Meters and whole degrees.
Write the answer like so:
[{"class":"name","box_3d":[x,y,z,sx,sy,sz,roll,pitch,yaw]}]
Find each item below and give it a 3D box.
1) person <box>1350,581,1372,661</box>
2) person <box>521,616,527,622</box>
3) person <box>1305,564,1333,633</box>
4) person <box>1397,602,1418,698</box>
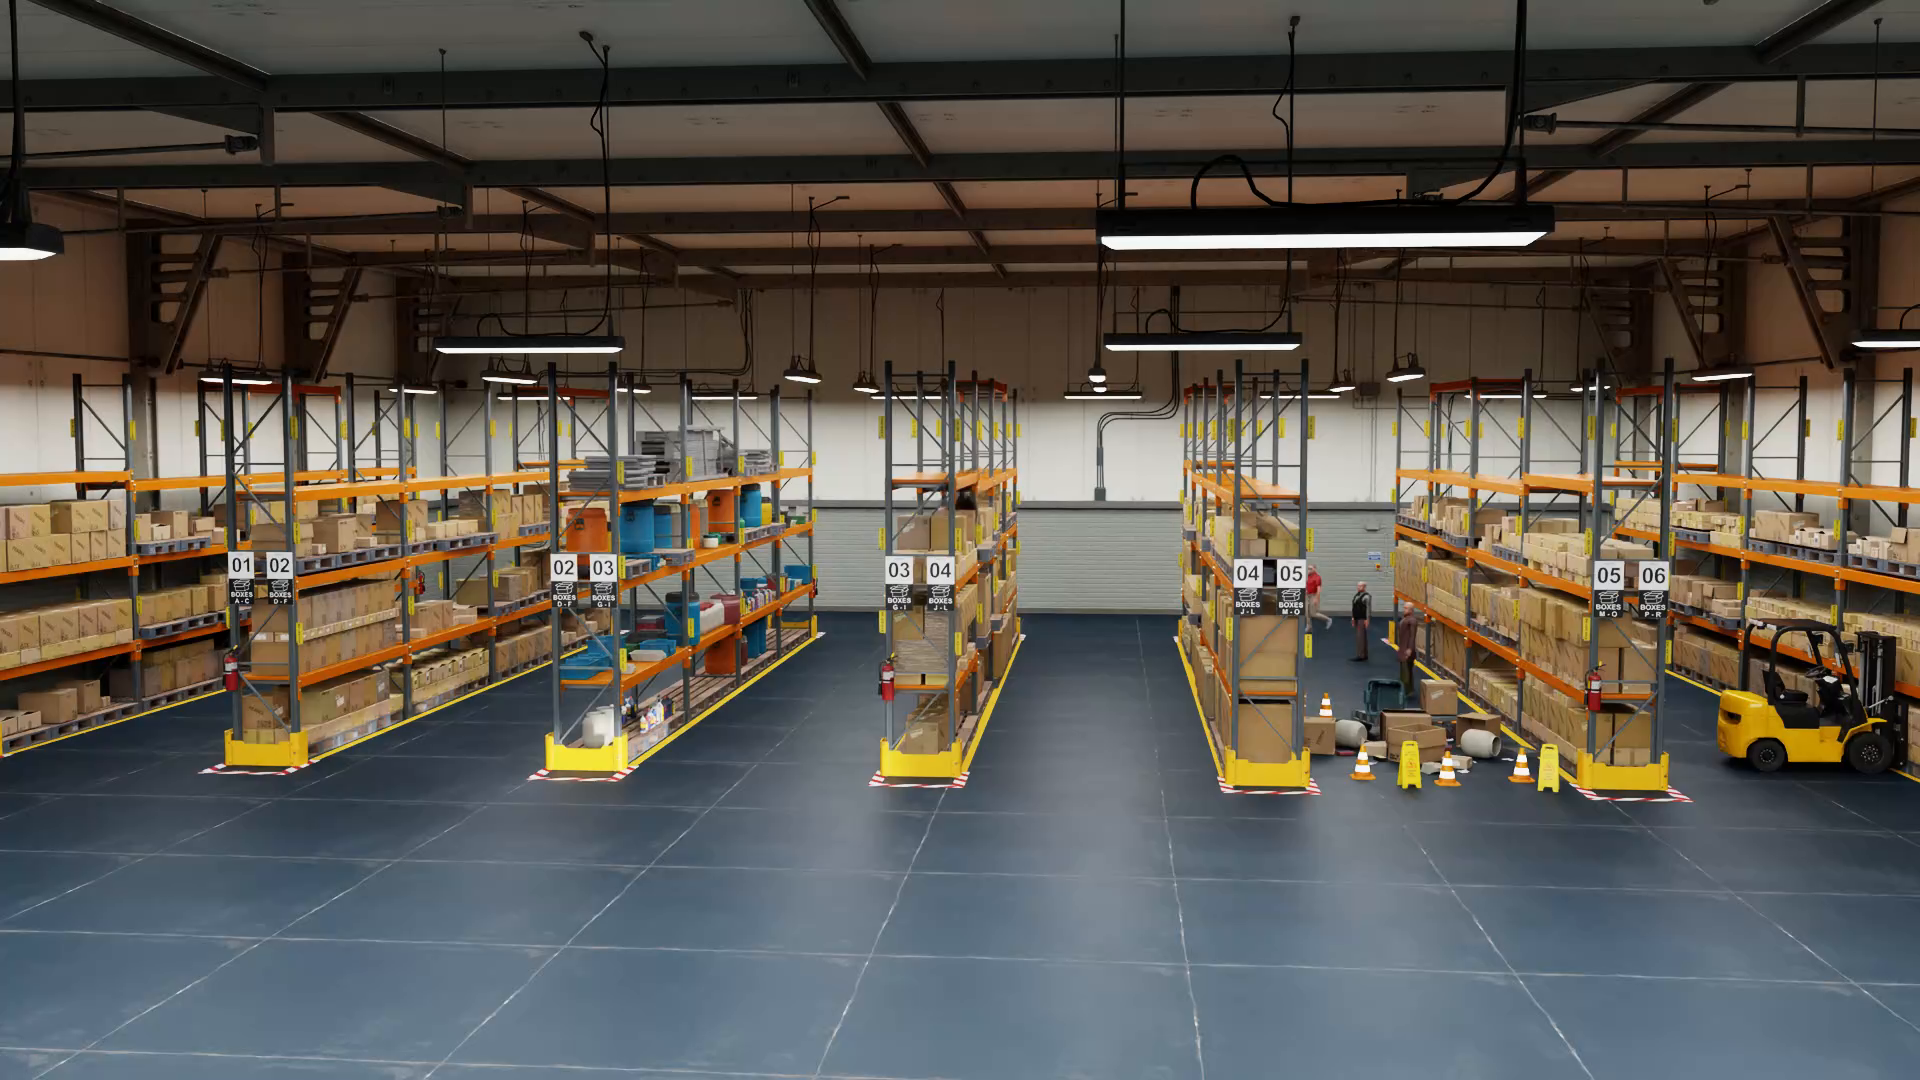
[{"class":"person","box_3d":[8.712,1.765,36.289,0.480,1.722,0.583,0,4,0]},{"class":"person","box_3d":[-11.025,1.343,42.078,0.484,1.774,0.553,0,4,7]},{"class":"person","box_3d":[8.792,1.445,41.085,0.738,1.690,0.576,-1,4,-9]},{"class":"person","box_3d":[8.377,2.061,31.322,0.484,1.782,0.635,1,4,18]}]
